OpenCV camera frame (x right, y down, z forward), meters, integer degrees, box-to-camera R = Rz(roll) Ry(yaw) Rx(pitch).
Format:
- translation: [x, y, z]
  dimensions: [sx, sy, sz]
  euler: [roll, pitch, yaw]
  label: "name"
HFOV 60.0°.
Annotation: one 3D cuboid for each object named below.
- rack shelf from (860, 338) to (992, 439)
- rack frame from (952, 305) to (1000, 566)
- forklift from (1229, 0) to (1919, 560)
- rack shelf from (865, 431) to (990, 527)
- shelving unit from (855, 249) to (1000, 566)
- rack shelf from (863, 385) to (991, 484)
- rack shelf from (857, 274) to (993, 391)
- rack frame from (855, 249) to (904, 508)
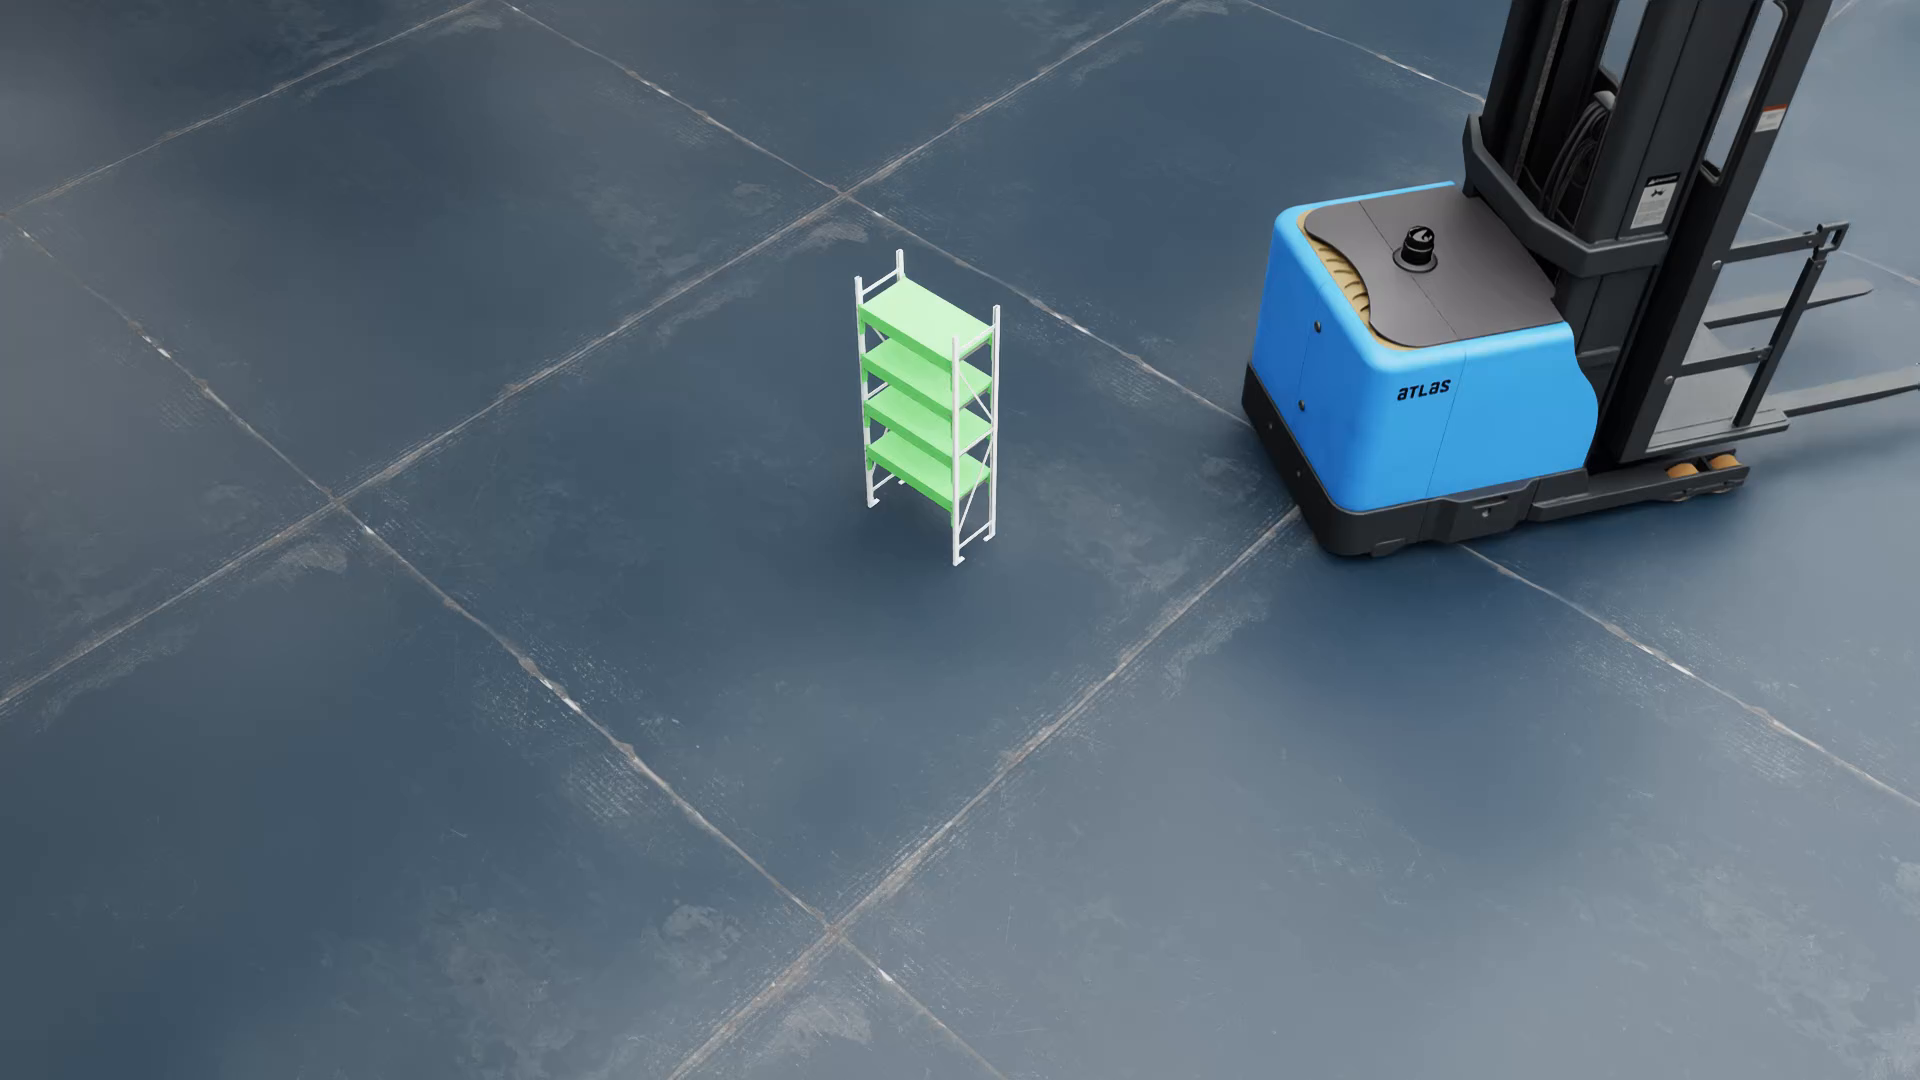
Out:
- translation: [-0.122, -0.613, 6.370]
  dimensions: [0.480, 0.148, 0.258]
  euler: [34, 55, 28]
  label: "rack shelf"
- translation: [0.058, -0.372, 6.385]
  dimensions: [0.015, 1.200, 0.240]
  euler: [34, 55, 28]
  label: "rack frame"
- translation: [2.758, -1.517, 6.273]
  dimensions: [3.031, 2.935, 1.130]
  euler: [-11, 48, -10]
  label: "forklift"
- translation: [-0.122, -0.285, 6.720]
  dimensions: [0.480, 0.148, 0.258]
  euler: [34, 55, 28]
  label: "rack shelf"
- translation: [-0.122, -0.493, 6.498]
  dimensions: [0.503, 1.200, 0.258]
  euler: [34, 55, 28]
  label: "shelving unit"
- translation: [-0.122, -0.449, 6.545]
  dimensions: [0.480, 0.148, 0.258]
  euler: [34, 55, 28]
  label: "rack shelf"
- translation: [-0.122, -0.777, 6.195]
  dimensions: [0.480, 0.148, 0.258]
  euler: [34, 55, 28]
  label: "rack shelf"
- translation: [-0.301, -0.613, 6.611]
  dimensions: [0.015, 1.200, 0.240]
  euler: [34, 55, 28]
  label: "rack frame"
